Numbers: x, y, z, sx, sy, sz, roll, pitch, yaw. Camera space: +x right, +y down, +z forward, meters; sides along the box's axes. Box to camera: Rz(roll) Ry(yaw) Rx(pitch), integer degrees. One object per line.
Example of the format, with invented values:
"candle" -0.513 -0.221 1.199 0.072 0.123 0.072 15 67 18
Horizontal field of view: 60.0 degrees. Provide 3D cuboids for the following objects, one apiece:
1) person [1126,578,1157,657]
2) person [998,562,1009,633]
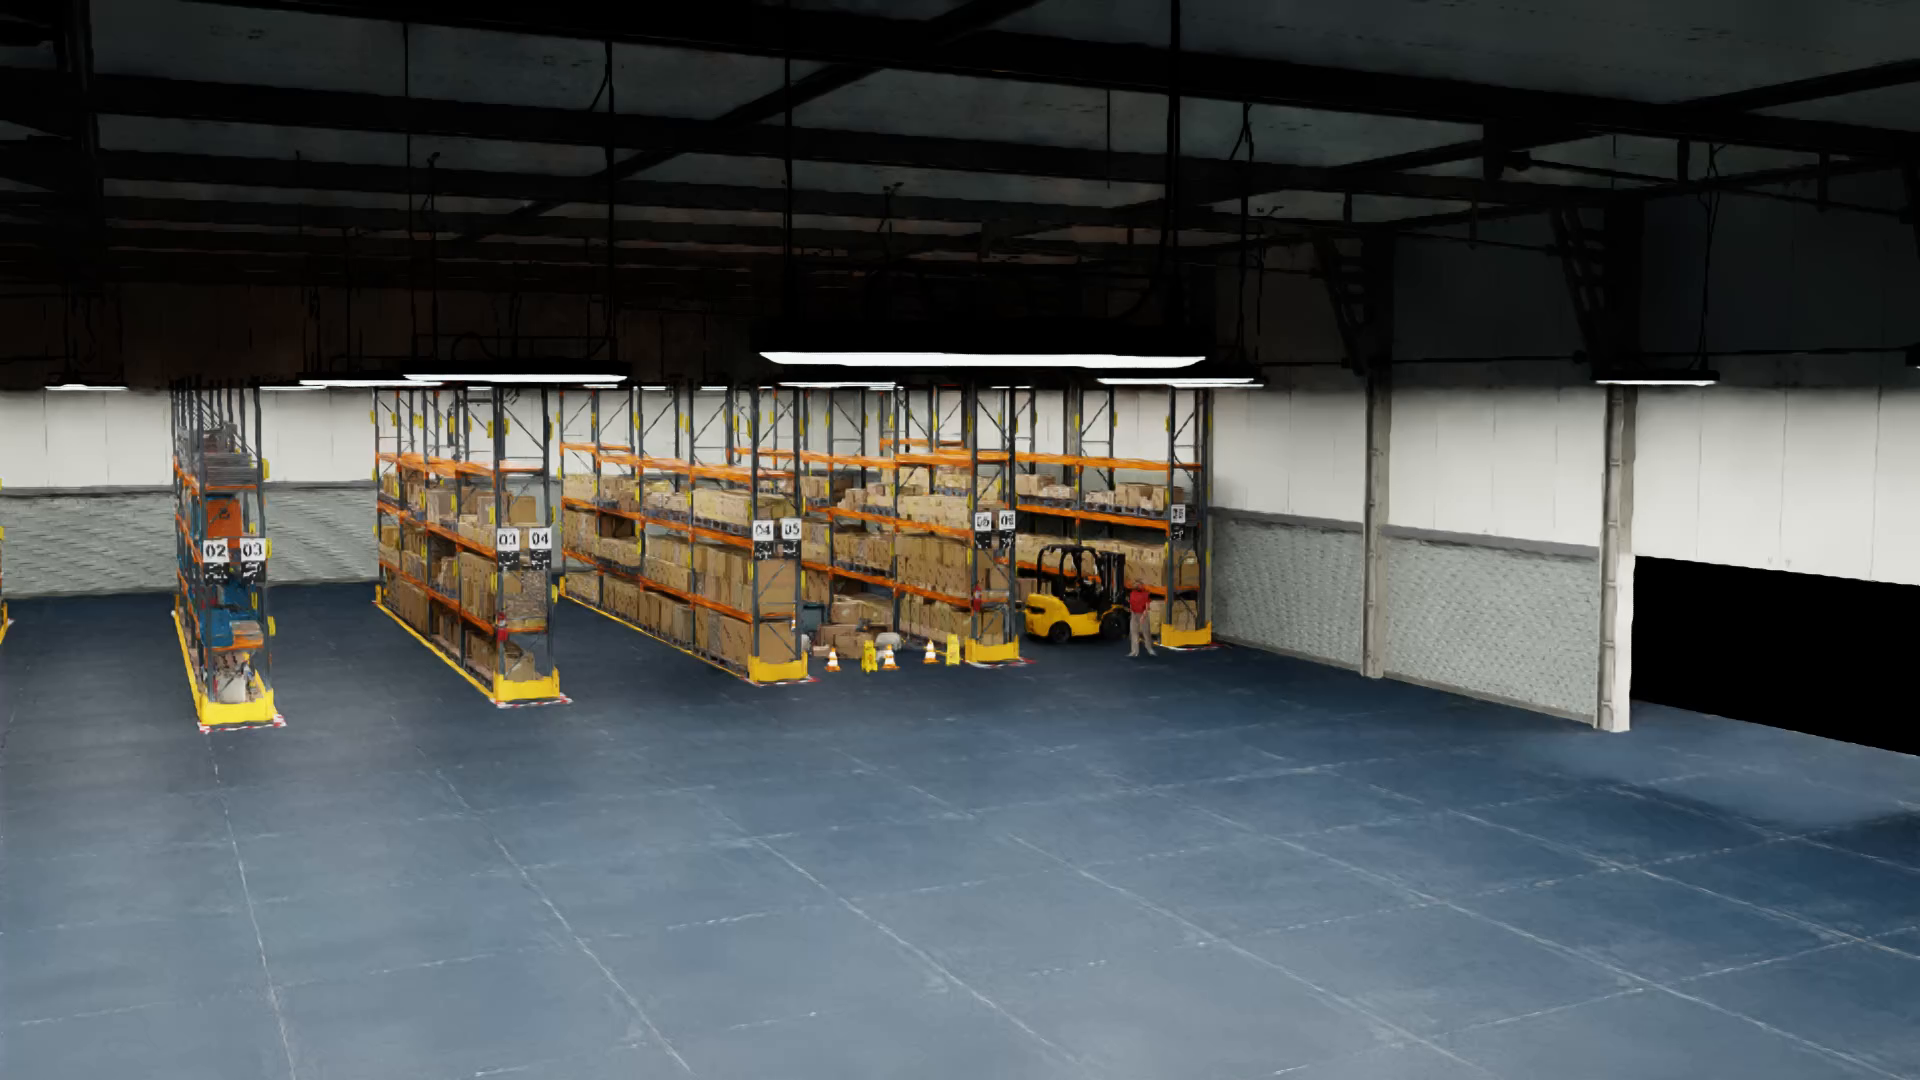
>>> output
"person" 3.921 1.666 36.042 0.569 1.709 0.721 4 6 35
"person" 0.987 1.355 39.637 0.455 1.677 0.525 0 5 3
